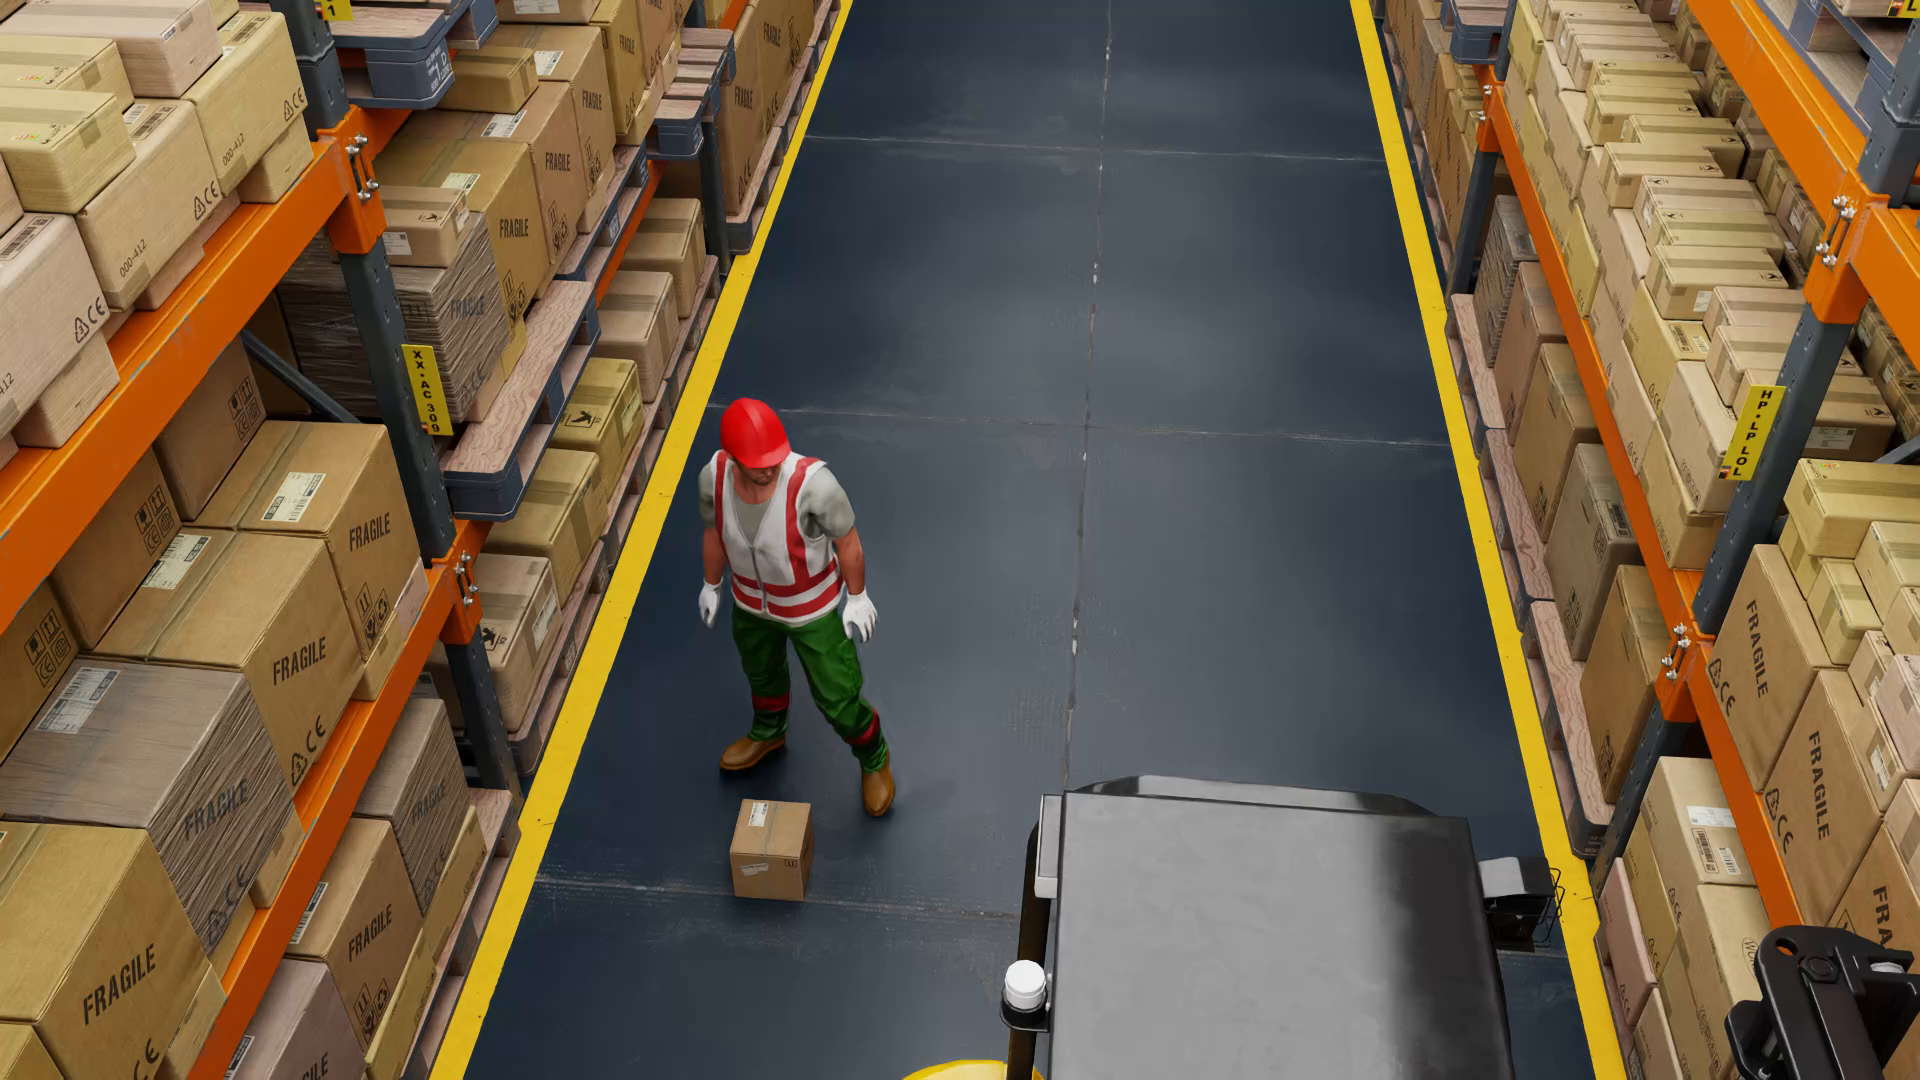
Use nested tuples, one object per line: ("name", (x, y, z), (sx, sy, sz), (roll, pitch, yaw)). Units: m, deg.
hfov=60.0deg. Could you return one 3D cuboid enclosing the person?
("person", (-0.592, 0.235, 5.828), (0.737, 1.781, 0.390), (17, 42, 19))
